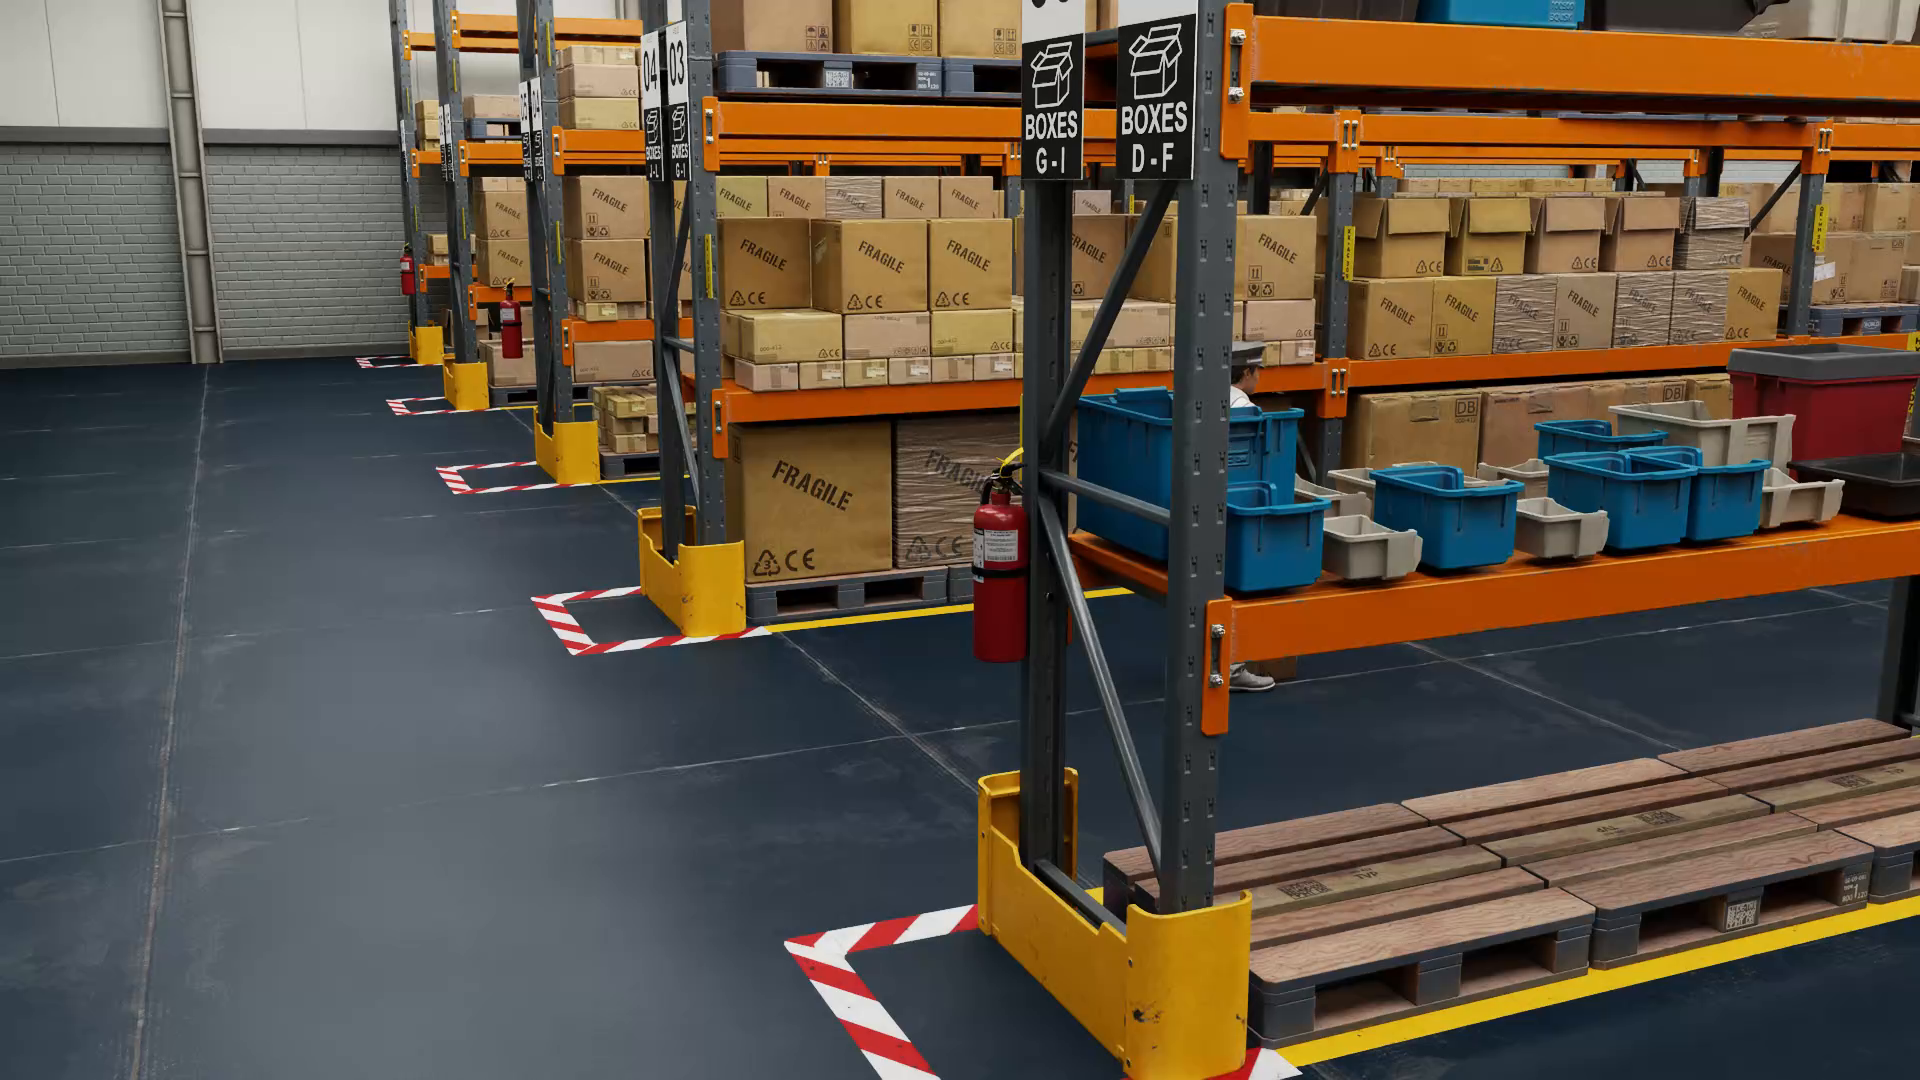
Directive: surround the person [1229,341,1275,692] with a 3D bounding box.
[{"bbox_3d":[1.283,-0.116,8.014,0.376,1.654,0.527,-5,13,-23],"label":"person"}]
